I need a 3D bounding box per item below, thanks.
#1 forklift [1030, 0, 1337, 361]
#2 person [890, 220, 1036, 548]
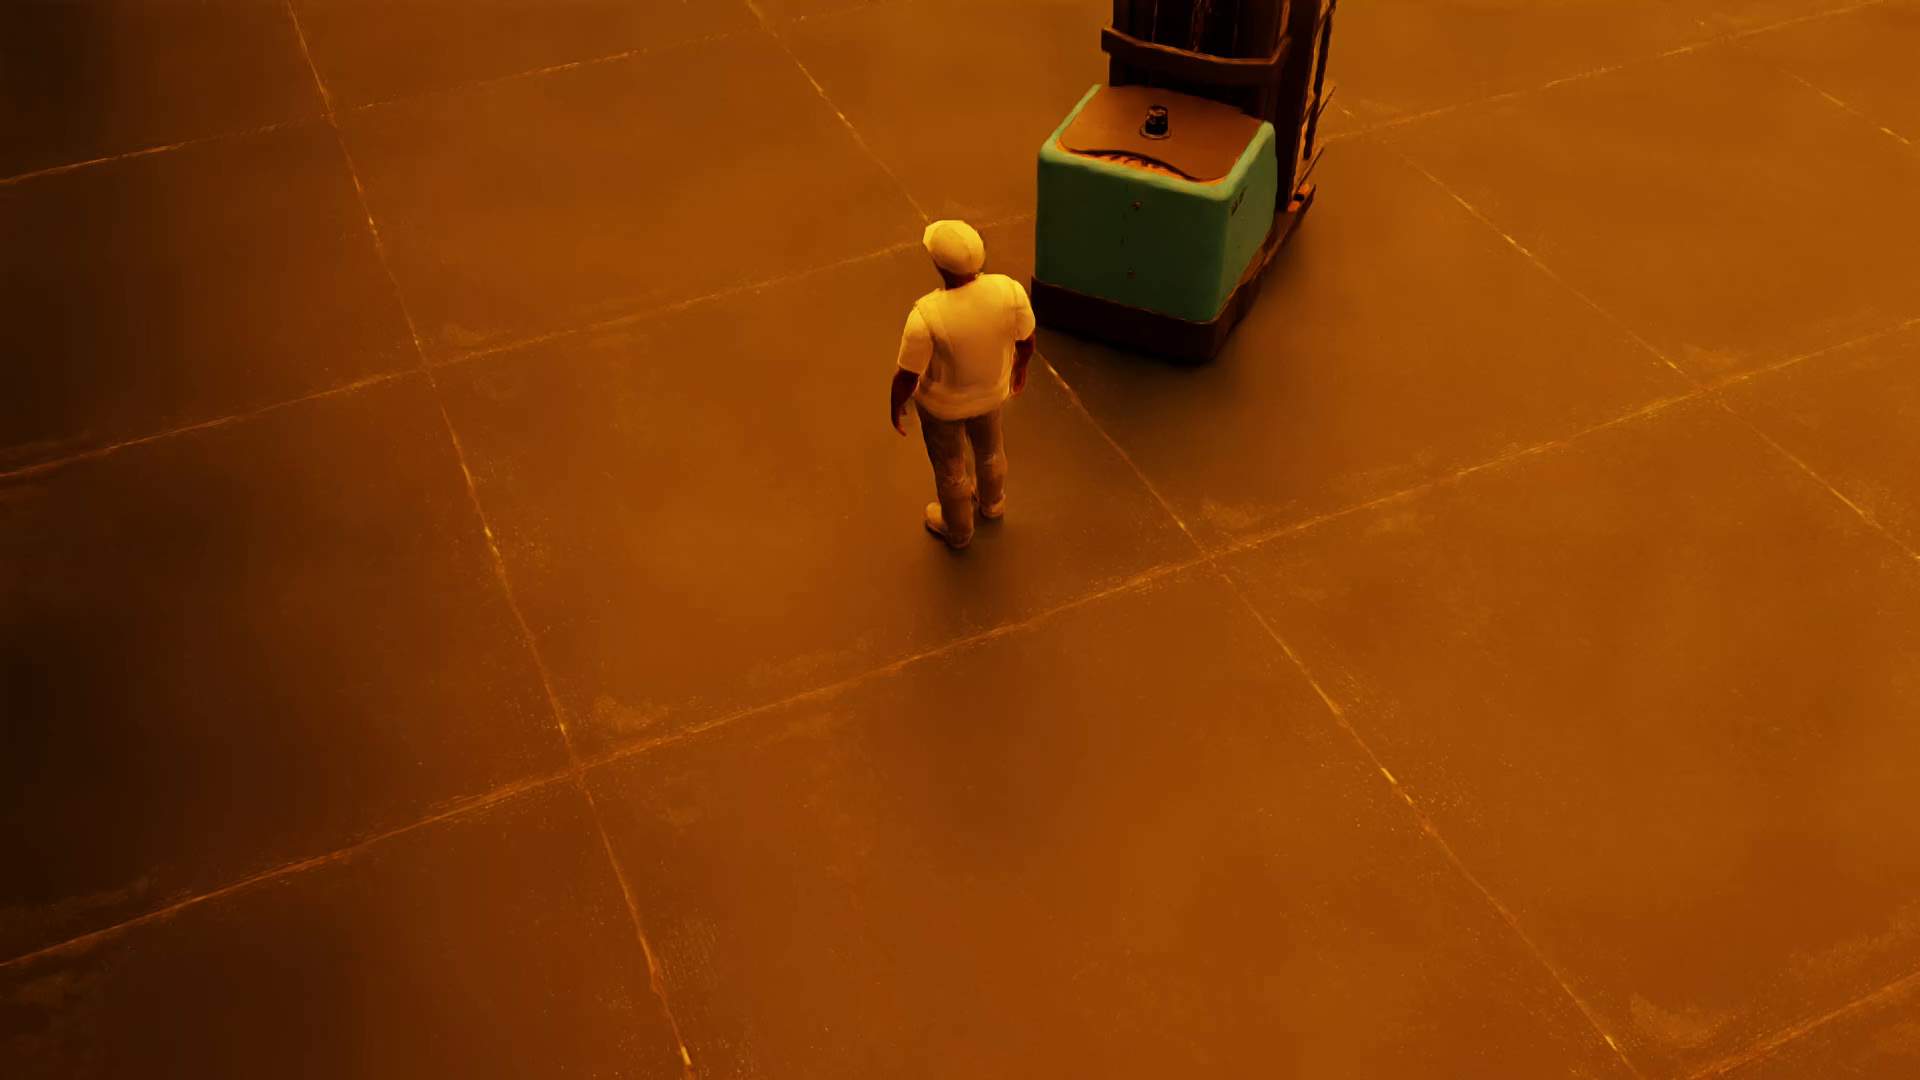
[{"bbox_3d":[1.464,-3.023,8.919,1.130,2.935,3.031,18,46,18],"label":"forklift"},{"bbox_3d":[-0.024,-0.696,7.269,0.665,1.766,0.576,-18,46,-18],"label":"person"}]
